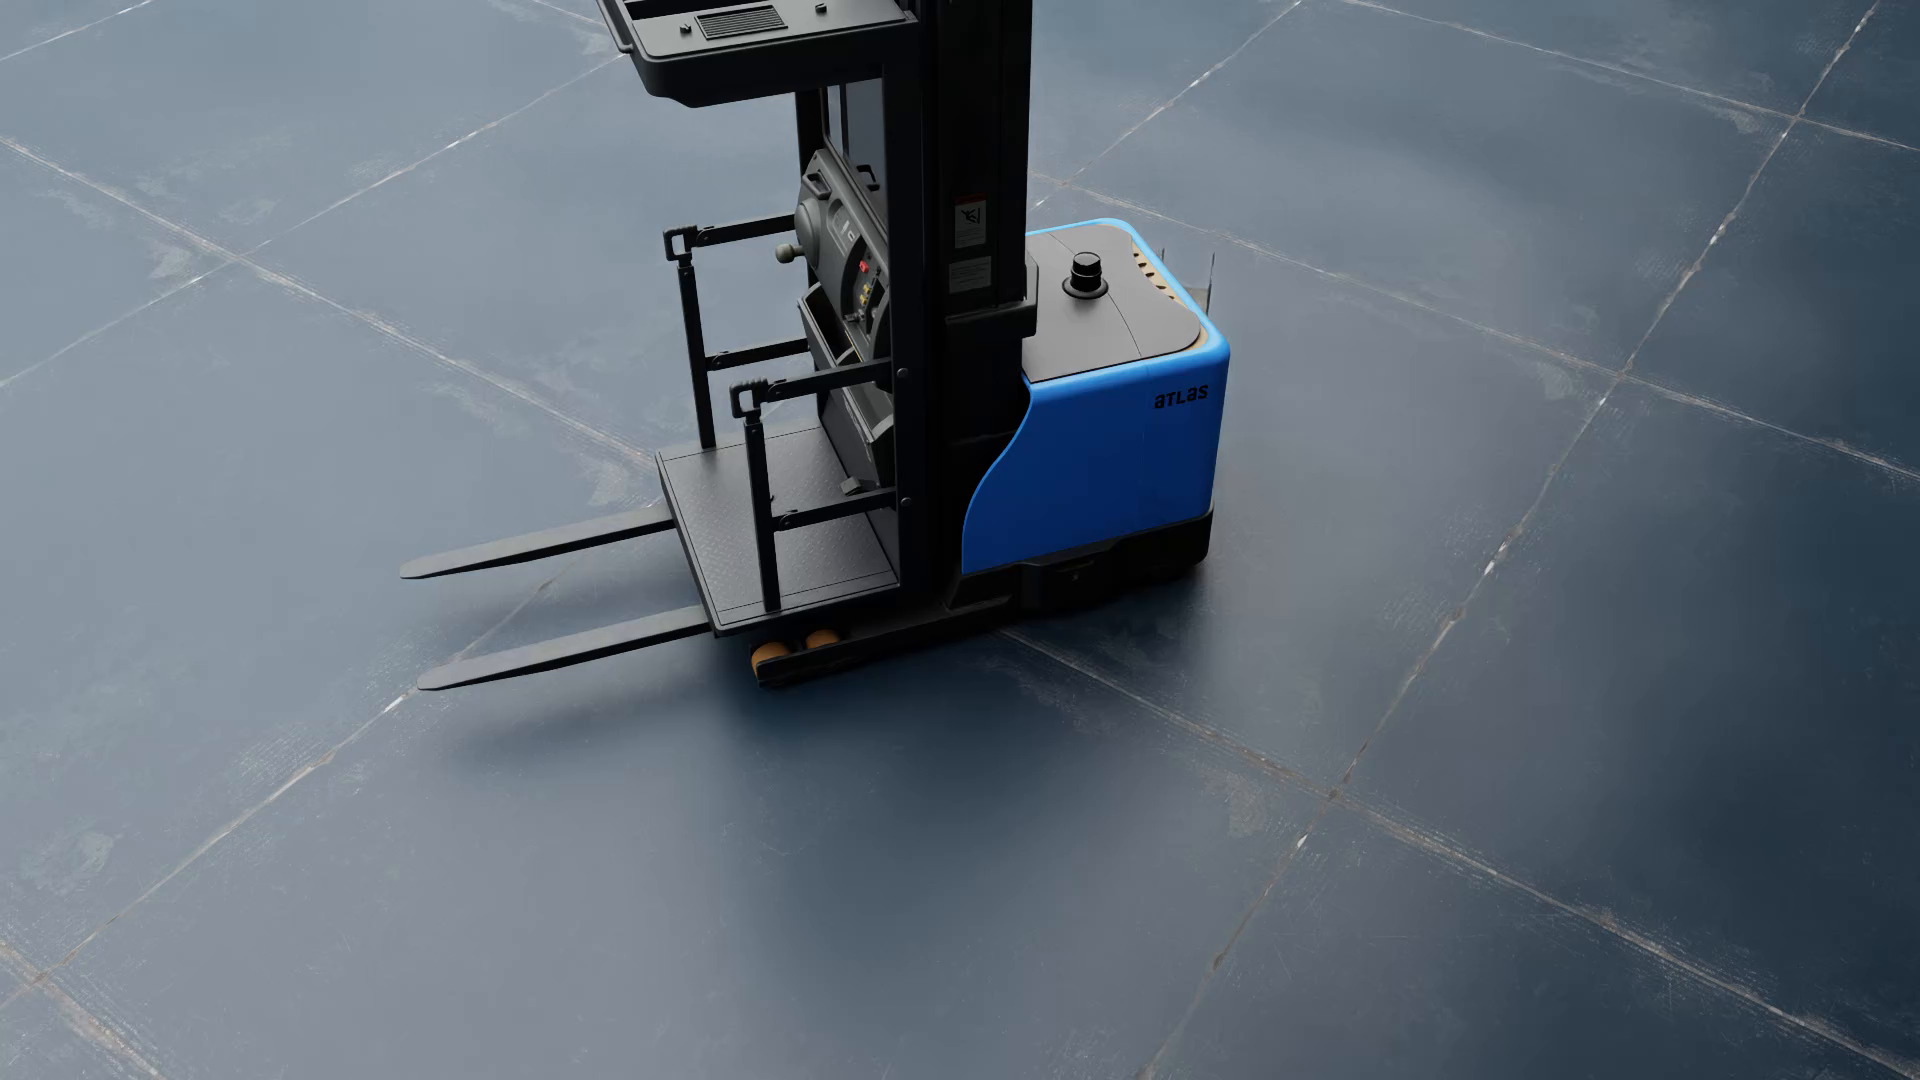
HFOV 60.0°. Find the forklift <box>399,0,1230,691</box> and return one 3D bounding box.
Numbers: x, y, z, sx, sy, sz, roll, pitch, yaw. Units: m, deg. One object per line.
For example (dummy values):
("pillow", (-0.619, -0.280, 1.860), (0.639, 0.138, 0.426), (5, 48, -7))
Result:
("forklift", (-0.588, -0.952, 5.616), (3.031, 2.935, 1.130), (-13, 44, -15))

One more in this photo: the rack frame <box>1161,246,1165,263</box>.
("rack frame", (0.803, -0.774, 6.939), (0.006, 0.900, 0.240), (7, 42, 7))

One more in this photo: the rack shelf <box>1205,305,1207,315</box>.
("rack shelf", (0.904, -0.872, 6.829), (0.200, 0.077, 0.258), (7, 42, 7))

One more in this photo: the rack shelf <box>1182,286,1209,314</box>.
("rack shelf", (0.904, -0.939, 6.769), (0.200, 0.077, 0.258), (7, 42, 7))

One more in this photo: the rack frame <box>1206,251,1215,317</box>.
("rack frame", (1.003, -0.751, 6.915), (0.006, 0.900, 0.240), (7, 42, 7))

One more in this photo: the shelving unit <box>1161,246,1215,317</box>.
("shelving unit", (0.903, -0.763, 6.927), (0.210, 0.900, 0.258), (7, 42, 7))
